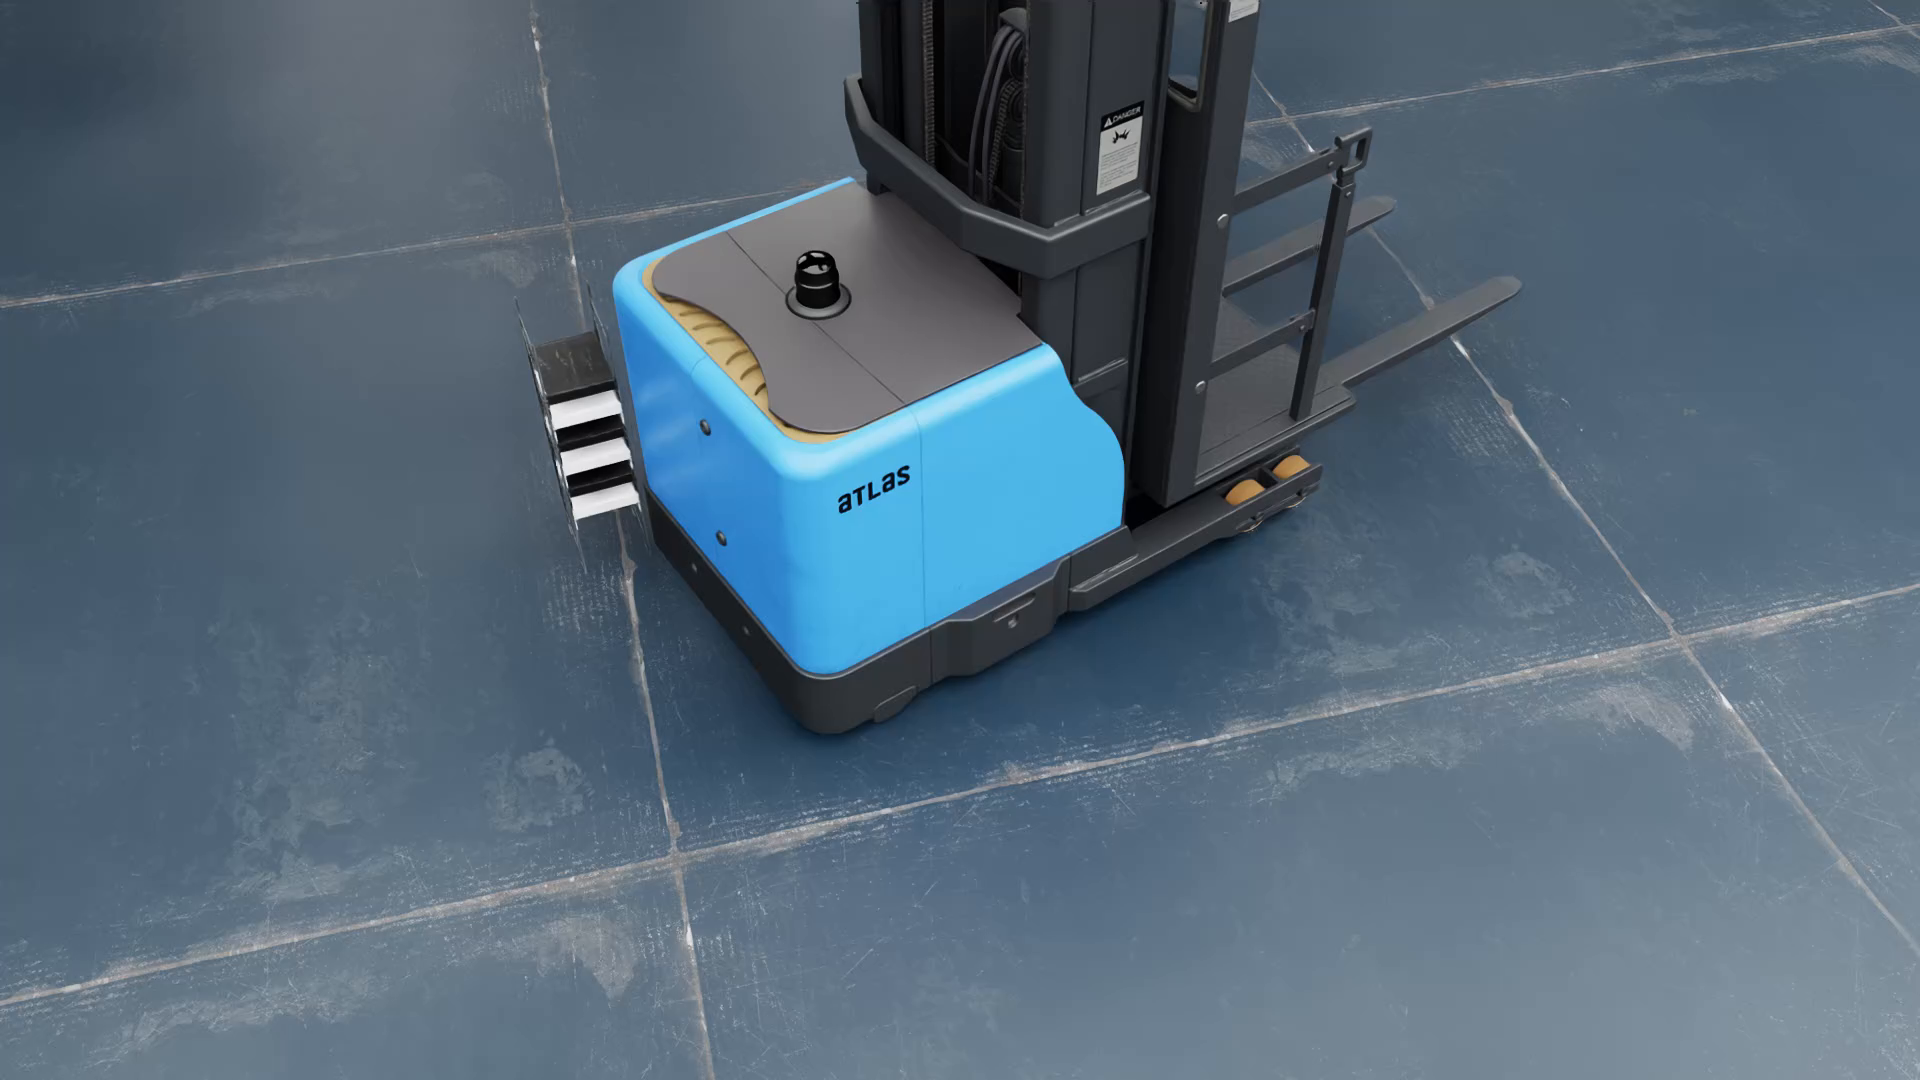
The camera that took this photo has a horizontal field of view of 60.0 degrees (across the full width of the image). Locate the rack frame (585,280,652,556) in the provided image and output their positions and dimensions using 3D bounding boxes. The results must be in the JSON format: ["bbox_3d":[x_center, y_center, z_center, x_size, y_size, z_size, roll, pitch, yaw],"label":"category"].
[{"bbox_3d":[-1.013,-0.343,4.956,0.006,0.900,0.240,-16,48,-16],"label":"rack frame"}]

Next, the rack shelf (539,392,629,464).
[{"bbox_3d":[-1.107,-0.355,4.889,0.200,0.077,0.258,-16,48,-16],"label":"rack shelf"}]

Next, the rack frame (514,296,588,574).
[{"bbox_3d":[-1.201,-0.288,4.902,0.006,0.900,0.240,-16,48,-16],"label":"rack frame"}]

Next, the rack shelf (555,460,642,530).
[{"bbox_3d":[-1.107,-0.166,5.082,0.200,0.077,0.258,-16,48,-16],"label":"rack shelf"}]

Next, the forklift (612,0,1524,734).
[{"bbox_3d":[0.545,-1.335,4.506,3.031,2.935,1.130,-27,51,-24],"label":"forklift"}]

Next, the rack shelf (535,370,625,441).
[{"bbox_3d":[-1.107,-0.418,4.824,0.200,0.077,0.258,-16,48,-16],"label":"rack shelf"}]

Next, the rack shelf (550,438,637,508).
[{"bbox_3d":[-1.107,-0.229,5.017,0.200,0.077,0.258,-16,48,-16],"label":"rack shelf"}]

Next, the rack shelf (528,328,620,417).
[{"bbox_3d":[-1.107,-0.481,4.760,0.200,0.077,0.258,-16,48,-16],"label":"rack shelf"}]

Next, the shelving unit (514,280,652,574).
[{"bbox_3d":[-1.107,-0.316,4.929,0.210,0.900,0.258,-16,48,-16],"label":"shelving unit"}]

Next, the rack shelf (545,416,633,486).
[{"bbox_3d":[-1.107,-0.292,4.953,0.200,0.077,0.258,-16,48,-16],"label":"rack shelf"}]
